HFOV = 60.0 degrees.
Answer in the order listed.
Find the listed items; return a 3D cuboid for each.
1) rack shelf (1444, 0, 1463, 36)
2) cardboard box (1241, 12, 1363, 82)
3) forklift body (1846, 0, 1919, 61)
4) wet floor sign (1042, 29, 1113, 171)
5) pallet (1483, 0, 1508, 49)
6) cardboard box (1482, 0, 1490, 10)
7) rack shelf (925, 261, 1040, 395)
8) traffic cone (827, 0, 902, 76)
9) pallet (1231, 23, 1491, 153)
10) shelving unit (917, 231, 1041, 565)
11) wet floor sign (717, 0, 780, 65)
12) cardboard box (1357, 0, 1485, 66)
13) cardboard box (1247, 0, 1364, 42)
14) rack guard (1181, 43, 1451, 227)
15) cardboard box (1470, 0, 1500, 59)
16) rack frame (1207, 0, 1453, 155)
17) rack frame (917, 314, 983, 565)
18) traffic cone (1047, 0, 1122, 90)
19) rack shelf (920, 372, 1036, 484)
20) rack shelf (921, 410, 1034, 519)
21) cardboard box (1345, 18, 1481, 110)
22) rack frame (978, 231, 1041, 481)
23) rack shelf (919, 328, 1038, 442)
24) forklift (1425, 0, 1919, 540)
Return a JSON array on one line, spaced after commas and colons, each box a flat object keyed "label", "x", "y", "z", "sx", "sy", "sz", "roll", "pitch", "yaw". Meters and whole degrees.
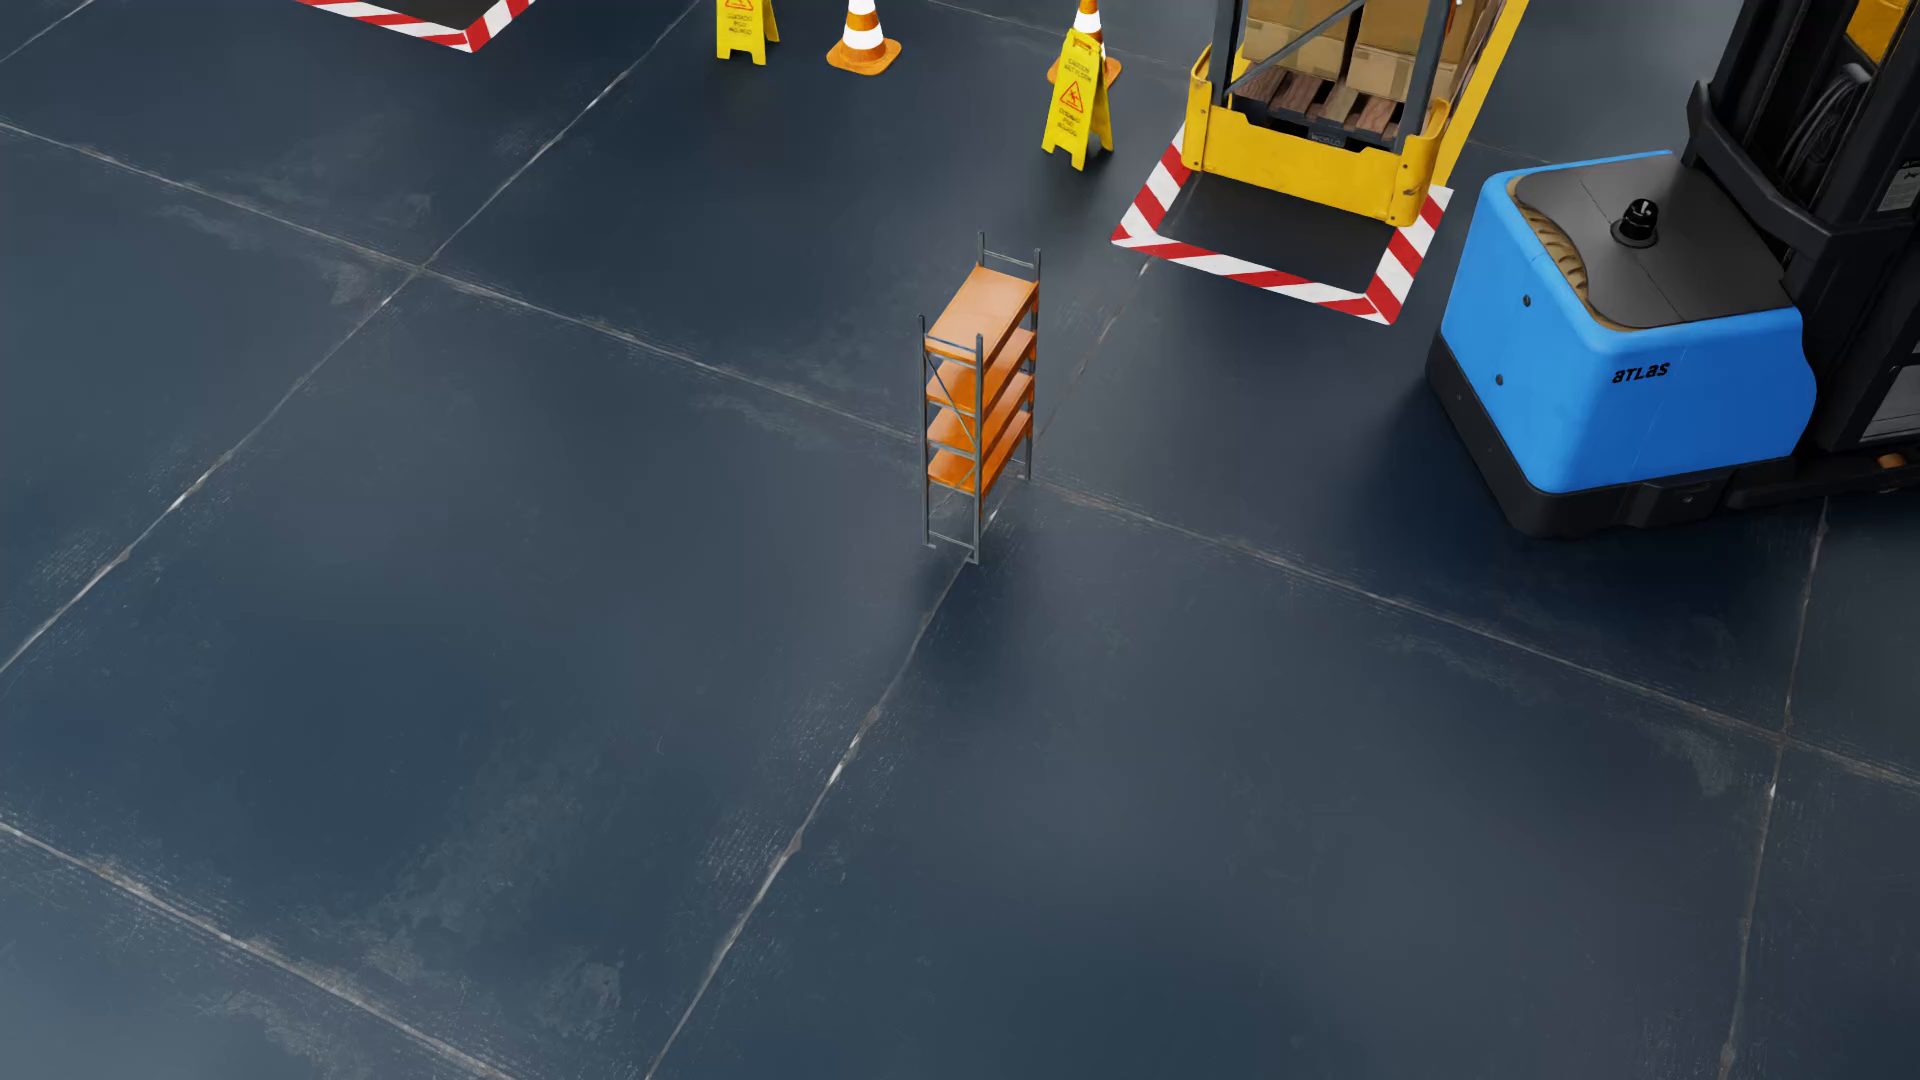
[{"label": "rack shelf", "x": 2.483, "y": -3.825, "z": 8.323, "sx": 1.077, "sy": 0.370, "sz": 4.000, "roll": 20, "pitch": 52, "yaw": 16}, {"label": "cardboard box", "x": 1.741, "y": -2.587, "z": 8.326, "sx": 0.500, "sy": 0.250, "sz": 0.500, "roll": 20, "pitch": 52, "yaw": 16}, {"label": "forklift body", "x": 5.278, "y": -2.693, "z": 7.444, "sx": 2.313, "sy": 2.155, "sz": 1.214, "roll": 20, "pitch": 52, "yaw": 16}, {"label": "wet floor sign", "x": 0.580, "y": -2.135, "z": 7.958, "sx": 0.232, "sy": 0.644, "sz": 0.267, "roll": -37, "pitch": 59, "yaw": -27}, {"label": "pallet", "x": 2.562, "y": -3.215, "z": 9.162, "sx": 1.003, "sy": 0.211, "sz": 1.213, "roll": 20, "pitch": 52, "yaw": 16}, {"label": "cardboard box", "x": 2.452, "y": -3.013, "z": 8.196, "sx": 0.500, "sy": 0.500, "sz": 0.500, "roll": 18, "pitch": 52, "yaw": 15}, {"label": "rack shelf", "x": 0.071, "y": -0.757, "z": 5.906, "sx": 0.258, "sy": 0.148, "sz": 0.480, "roll": 20, "pitch": 52, "yaw": 16}, {"label": "traffic cone", "x": -0.503, "y": -2.702, "z": 8.560, "sx": 0.336, "sy": 0.463, "sz": 0.334, "roll": 20, "pitch": 52, "yaw": 16}, {"label": "pallet", "x": 2.040, "y": -2.378, "z": 8.450, "sx": 1.003, "sy": 0.211, "sz": 1.213, "roll": 20, "pitch": 52, "yaw": 16}, {"label": "shelving unit", "x": 0.071, "y": -0.503, "z": 6.205, "sx": 0.258, "sy": 1.200, "sz": 0.503, "roll": 20, "pitch": 52, "yaw": 16}, {"label": "wet floor sign", "x": -1.113, "y": -2.795, "z": 8.520, "sx": 0.267, "sy": 0.644, "sz": 0.232, "roll": 12, "pitch": 51, "yaw": 10}, {"label": "cardboard box", "x": 2.233, "y": -2.651, "z": 7.889, "sx": 0.500, "sy": 0.500, "sz": 0.500, "roll": 18, "pitch": 52, "yaw": 15}, {"label": "cardboard box", "x": 1.735, "y": -2.806, "z": 8.020, "sx": 0.500, "sy": 0.500, "sz": 0.500, "roll": 20, "pitch": 53, "yaw": 16}, {"label": "rack guard", "x": 1.661, "y": -1.923, "z": 7.873, "sx": 1.175, "sy": 0.500, "sz": 0.348, "roll": 20, "pitch": 52, "yaw": 16}, {"label": "cardboard box", "x": 2.448, "y": -2.741, "z": 8.457, "sx": 0.500, "sy": 0.250, "sz": 0.500, "roll": 22, "pitch": 53, "yaw": 17}, {"label": "rack frame", "x": 1.628, "y": -2.681, "z": 6.877, "sx": 1.000, "sy": 3.000, "sz": 0.127, "roll": 20, "pitch": 52, "yaw": 16}, {"label": "rack frame", "x": -0.034, "y": -0.335, "z": 6.062, "sx": 0.240, "sy": 1.200, "sz": 0.015, "roll": 20, "pitch": 52, "yaw": 16}, {"label": "traffic cone", "x": 0.646, "y": -2.575, "z": 8.452, "sx": 0.336, "sy": 0.463, "sz": 0.334, "roll": 20, "pitch": 52, "yaw": 16}, {"label": "rack shelf", "x": 0.071, "y": -0.459, "z": 6.256, "sx": 0.258, "sy": 0.148, "sz": 0.480, "roll": 20, "pitch": 52, "yaw": 16}, {"label": "rack shelf", "x": 0.071, "y": -0.331, "z": 6.408, "sx": 0.258, "sy": 0.148, "sz": 0.480, "roll": 20, "pitch": 52, "yaw": 16}, {"label": "cardboard box", "x": 2.223, "y": -2.392, "z": 8.160, "sx": 0.500, "sy": 0.250, "sz": 0.500, "roll": 19, "pitch": 52, "yaw": 16}, {"label": "rack frame", "x": 0.175, "y": -0.671, "z": 6.348, "sx": 0.240, "sy": 1.200, "sz": 0.015, "roll": 20, "pitch": 52, "yaw": 16}, {"label": "rack shelf", "x": 0.071, "y": -0.604, "z": 6.086, "sx": 0.258, "sy": 0.148, "sz": 0.480, "roll": 20, "pitch": 52, "yaw": 16}, {"label": "forklift", "x": 3.550, "y": -1.528, "z": 5.941, "sx": 3.031, "sy": 2.935, "sz": 1.130, "roll": -9, "pitch": 50, "yaw": -8}]
